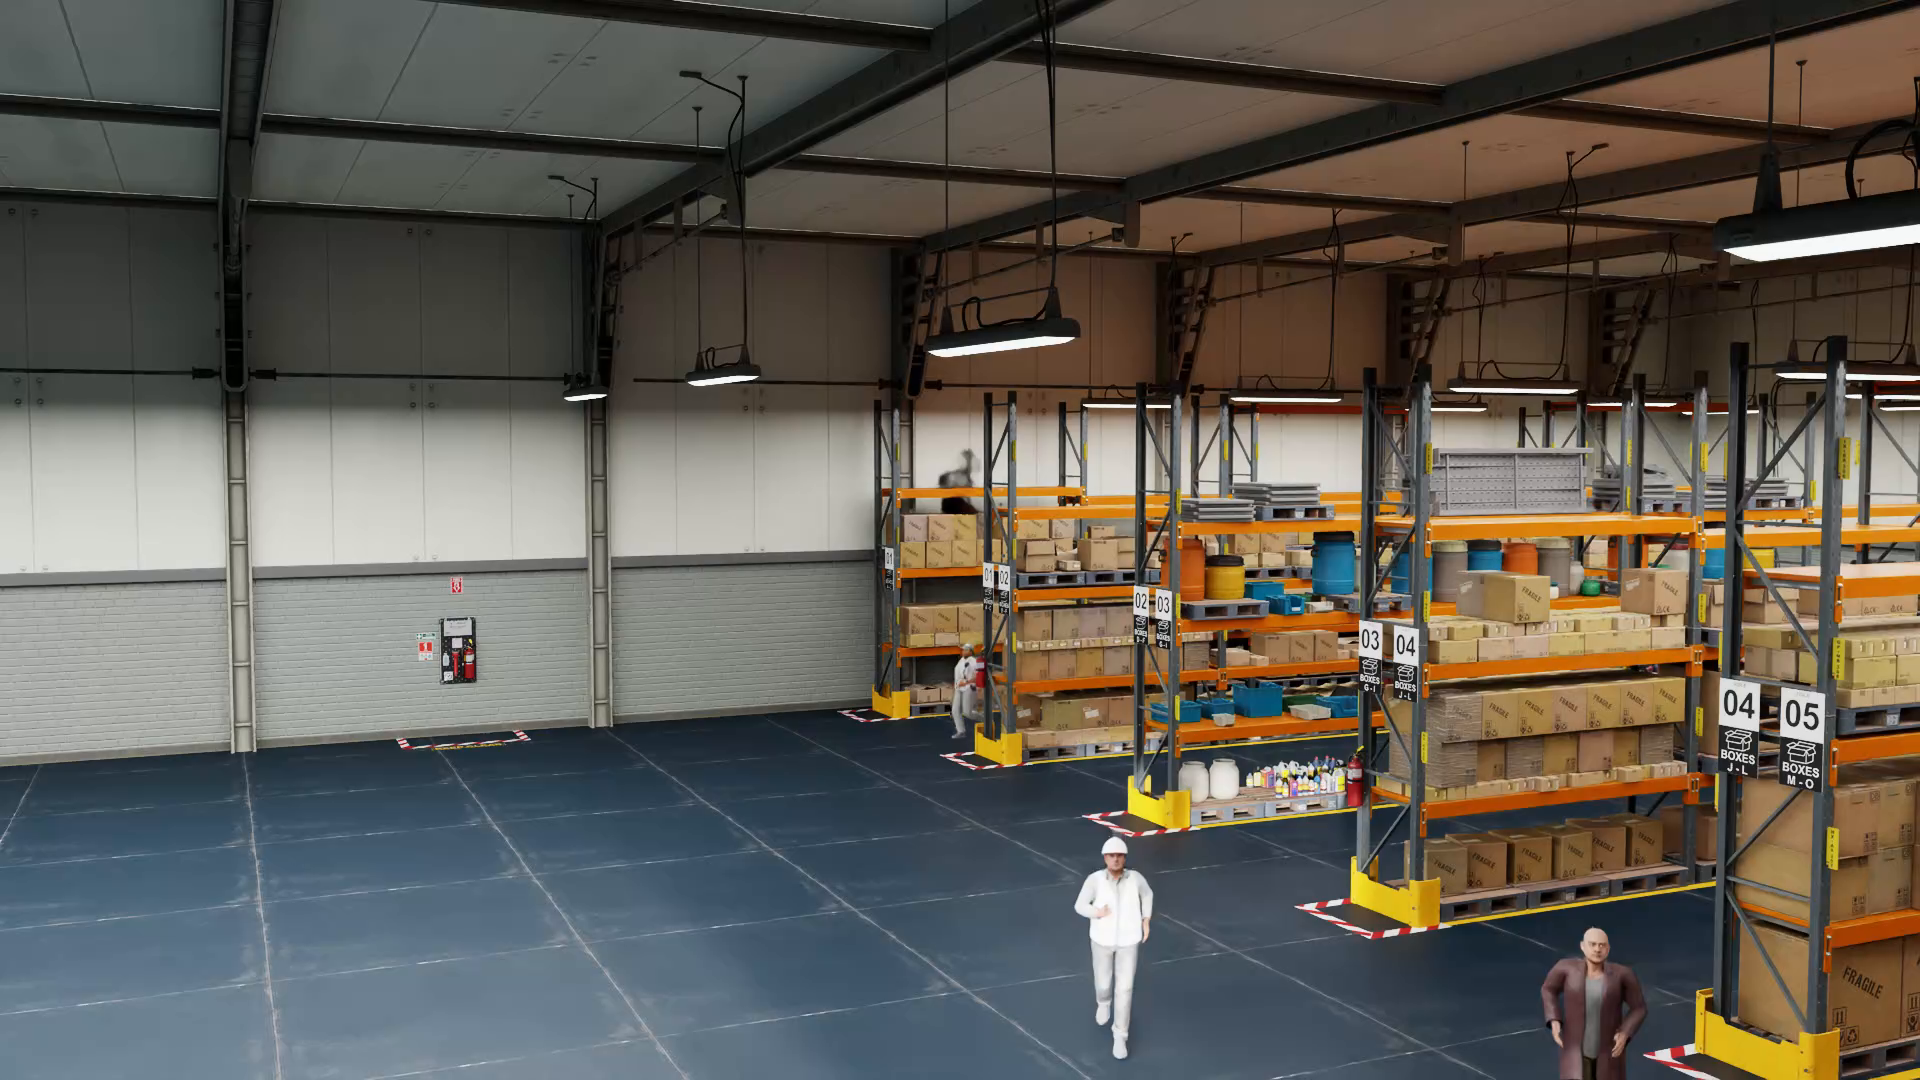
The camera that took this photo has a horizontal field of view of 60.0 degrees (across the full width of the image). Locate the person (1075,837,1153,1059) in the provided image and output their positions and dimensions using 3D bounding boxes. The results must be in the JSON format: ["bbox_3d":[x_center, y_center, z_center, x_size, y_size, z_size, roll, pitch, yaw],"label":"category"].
[{"bbox_3d":[1.325,3.421,14.254,0.689,1.763,0.939,0,3,1],"label":"person"}]

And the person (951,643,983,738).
[{"bbox_3d":[0.113,2.585,28.609,0.673,1.627,0.630,-3,4,-41],"label":"person"}]

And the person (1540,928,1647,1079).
[{"bbox_3d":[4.484,3.610,11.804,0.718,1.768,0.854,1,4,24],"label":"person"}]
